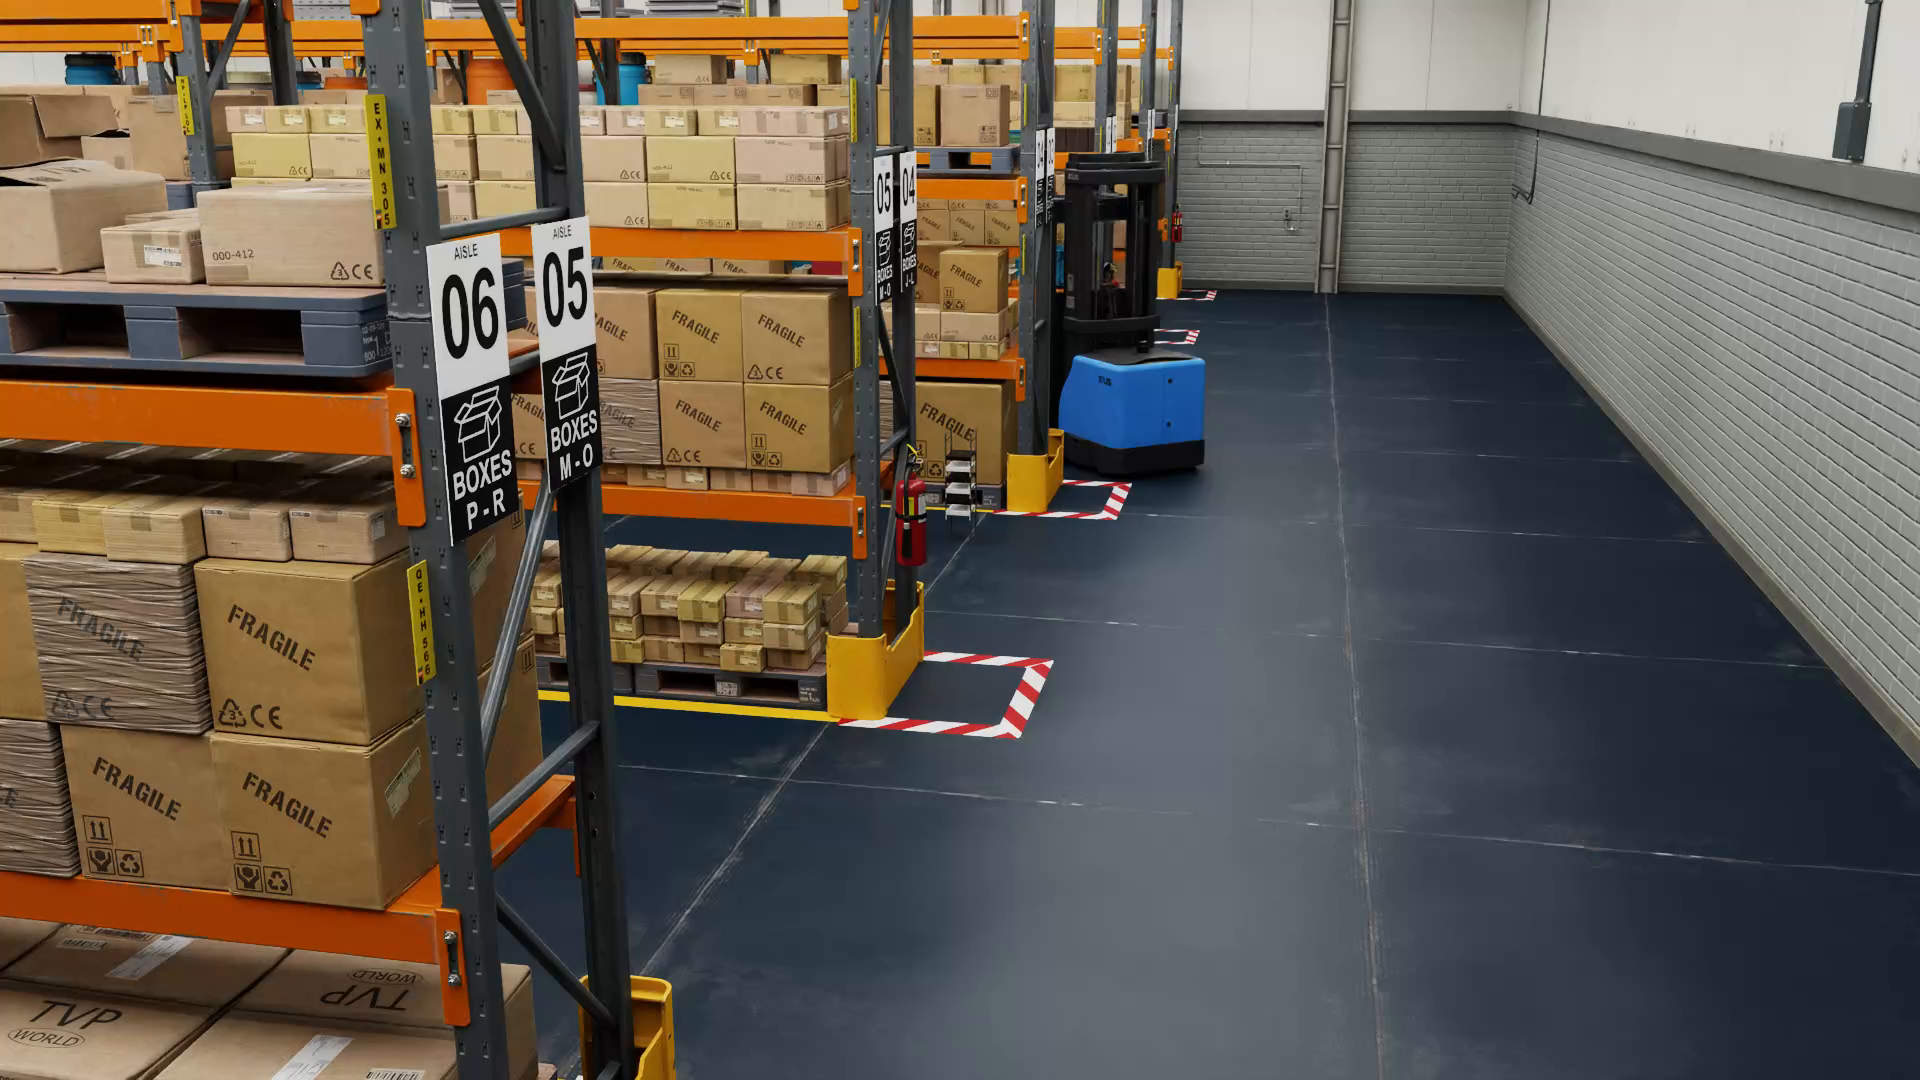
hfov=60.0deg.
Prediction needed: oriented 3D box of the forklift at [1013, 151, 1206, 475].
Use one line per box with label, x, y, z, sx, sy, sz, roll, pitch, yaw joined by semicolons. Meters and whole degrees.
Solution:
forklift;1.205;-2.364;16.537;1.130;2.935;3.031;-8;17;-26

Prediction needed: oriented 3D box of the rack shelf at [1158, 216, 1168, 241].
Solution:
rack shelf;1.657;-5.487;29.027;4.000;0.370;1.077;3;16;11

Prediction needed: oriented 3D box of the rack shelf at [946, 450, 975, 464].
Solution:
rack shelf;0.008;-0.661;13.307;0.200;0.077;0.258;3;16;11

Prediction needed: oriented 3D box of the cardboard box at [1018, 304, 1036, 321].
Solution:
cardboard box;1.126;-3.341;24.259;0.500;0.250;0.500;3;16;11

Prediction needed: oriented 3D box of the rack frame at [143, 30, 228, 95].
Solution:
rack frame;-7.184;-5.156;15.249;0.127;3.000;1.000;3;16;11

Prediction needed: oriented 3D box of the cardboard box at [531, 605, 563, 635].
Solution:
cardboard box;-2.549;0.450;10.245;0.250;0.149;0.380;3;16;12

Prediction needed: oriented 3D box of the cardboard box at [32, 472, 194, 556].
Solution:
cardboard box;-2.473;-0.080;4.885;0.250;0.149;0.380;3;16;12

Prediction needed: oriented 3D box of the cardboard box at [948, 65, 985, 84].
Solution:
cardboard box;0.150;-6.515;23.712;0.500;0.500;0.700;3;16;11

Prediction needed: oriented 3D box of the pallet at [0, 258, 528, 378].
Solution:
pallet;-2.048;-0.687;4.899;1.213;0.211;1.003;3;16;11

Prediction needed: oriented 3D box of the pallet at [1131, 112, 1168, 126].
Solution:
pallet;2.888;-7.166;28.291;1.213;0.211;1.003;3;16;11

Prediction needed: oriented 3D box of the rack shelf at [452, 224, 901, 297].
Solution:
rack shelf;-2.392;-1.753;9.929;4.000;0.370;1.077;3;16;11

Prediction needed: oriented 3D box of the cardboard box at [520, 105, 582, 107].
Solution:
cardboard box;-2.466;-2.551;10.062;0.250;0.149;0.380;3;16;10

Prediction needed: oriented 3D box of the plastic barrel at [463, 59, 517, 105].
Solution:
plastic barrel;-5.641;-5.385;20.102;0.708;0.830;0.600;3;16;11

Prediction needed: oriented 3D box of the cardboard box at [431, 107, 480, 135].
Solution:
cardboard box;-2.836;-2.405;9.535;0.250;0.149;0.380;4;16;14

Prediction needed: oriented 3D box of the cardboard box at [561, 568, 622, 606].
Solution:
cardboard box;-2.267;0.293;10.253;0.250;0.149;0.380;3;16;9

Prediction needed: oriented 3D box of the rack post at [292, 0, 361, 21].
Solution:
rack post;-8.170;-6.679;20.371;3.121;1.000;1.013;3;16;11

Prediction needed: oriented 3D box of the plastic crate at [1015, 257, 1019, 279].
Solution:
plastic crate;0.821;-3.218;19.690;0.300;0.233;0.416;3;16;11

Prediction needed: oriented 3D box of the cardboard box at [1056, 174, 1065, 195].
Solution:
cardboard box;1.647;-4.939;23.644;0.500;0.500;0.500;4;16;13

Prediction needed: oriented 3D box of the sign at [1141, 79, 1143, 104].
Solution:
sign;2.503;-6.159;22.830;0.005;0.325;0.100;3;16;11

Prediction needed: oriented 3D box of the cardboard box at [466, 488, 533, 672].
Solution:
cardboard box;-1.733;0.123;5.369;0.500;0.500;0.500;3;16;10

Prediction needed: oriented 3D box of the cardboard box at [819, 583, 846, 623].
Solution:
cardboard box;-0.894;0.386;10.477;0.250;0.149;0.380;4;16;13

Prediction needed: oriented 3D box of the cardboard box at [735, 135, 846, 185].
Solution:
cardboard box;-0.934;-2.120;9.250;0.500;0.250;0.500;3;16;9

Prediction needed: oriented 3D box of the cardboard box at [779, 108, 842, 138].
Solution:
cardboard box;-0.816;-2.295;9.135;0.250;0.149;0.380;3;16;11

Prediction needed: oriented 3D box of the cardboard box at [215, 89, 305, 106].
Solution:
cardboard box;-6.572;-3.949;15.531;0.637;0.503;0.797;4;16;14

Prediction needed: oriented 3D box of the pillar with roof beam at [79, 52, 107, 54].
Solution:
pillar with roof beam;-17.942;-8.851;28.588;0.400;9.000;9.100;3;16;11

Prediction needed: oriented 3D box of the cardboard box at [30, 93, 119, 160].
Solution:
cardboard box;-5.839;-2.574;10.568;0.637;0.503;0.797;3;16;10

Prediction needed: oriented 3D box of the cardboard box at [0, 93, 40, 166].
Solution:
cardboard box;-3.265;-1.138;5.201;0.500;0.500;0.500;3;16;12

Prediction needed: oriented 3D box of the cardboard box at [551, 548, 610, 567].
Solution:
cardboard box;-2.437;0.167;10.708;0.250;0.149;0.380;3;16;11

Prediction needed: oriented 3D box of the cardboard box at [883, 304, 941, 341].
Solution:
cardboard box;-0.369;-1.894;14.435;0.500;0.250;0.500;3;16;10

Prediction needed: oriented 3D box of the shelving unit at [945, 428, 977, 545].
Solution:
shelving unit;0.008;-0.433;13.370;0.210;0.900;0.258;3;16;11

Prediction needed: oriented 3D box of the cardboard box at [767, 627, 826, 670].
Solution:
cardboard box;-0.989;0.651;10.078;0.250;0.149;0.380;3;16;12

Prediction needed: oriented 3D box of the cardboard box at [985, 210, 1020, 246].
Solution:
cardboard box;0.649;-4.513;23.978;0.500;0.500;0.500;3;16;10

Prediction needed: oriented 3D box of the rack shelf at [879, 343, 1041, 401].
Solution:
rack shelf;-1.304;-1.599;14.994;4.000;0.370;1.077;3;16;11

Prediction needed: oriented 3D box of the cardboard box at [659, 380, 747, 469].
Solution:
cardboard box;-1.427;-0.724;9.743;0.500;0.500;0.500;3;16;10

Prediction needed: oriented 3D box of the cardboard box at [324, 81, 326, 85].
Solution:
cardboard box;-9.567;-6.929;26.030;0.500;0.500;0.500;4;16;16

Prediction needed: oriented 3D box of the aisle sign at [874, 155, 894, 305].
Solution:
aisle sign;-0.420;-1.718;9.205;0.004;0.787;0.394;3;16;11

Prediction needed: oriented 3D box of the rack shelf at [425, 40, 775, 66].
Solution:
rack shelf;-4.237;-5.806;19.692;4.000;0.370;1.077;3;16;11

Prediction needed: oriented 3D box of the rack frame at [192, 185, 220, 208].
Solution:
rack frame;-4.352;-0.760;10.617;0.127;3.000;1.000;3;16;11

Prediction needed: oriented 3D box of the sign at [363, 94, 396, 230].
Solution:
sign;-1.441;-0.940;4.137;0.005;0.325;0.100;3;16;11

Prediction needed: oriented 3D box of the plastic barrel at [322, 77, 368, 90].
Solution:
plastic barrel;-7.600;-5.349;20.758;0.708;0.830;0.600;3;16;11

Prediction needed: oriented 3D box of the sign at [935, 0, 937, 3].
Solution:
sign;-0.400;-9.177;27.865;0.005;0.325;0.100;3;16;11

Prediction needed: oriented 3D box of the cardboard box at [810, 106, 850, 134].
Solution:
cardboard box;-0.704;-2.431;9.626;0.250;0.149;0.380;3;16;11

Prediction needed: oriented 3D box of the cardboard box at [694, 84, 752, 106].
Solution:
cardboard box;-1.959;-3.741;14.598;0.500;0.500;0.700;4;16;14

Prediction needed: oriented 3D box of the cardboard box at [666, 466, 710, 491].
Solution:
cardboard box;-1.547;-0.410;9.822;0.250;0.149;0.380;4;16;13

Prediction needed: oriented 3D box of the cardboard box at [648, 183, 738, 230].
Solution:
cardboard box;-1.432;-1.901;9.397;0.500;0.250;0.500;3;16;11

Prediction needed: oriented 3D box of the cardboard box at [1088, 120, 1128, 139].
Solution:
cardboard box;2.077;-5.762;23.338;0.500;0.250;0.500;3;16;11

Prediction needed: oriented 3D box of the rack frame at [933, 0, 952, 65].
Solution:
rack frame;-0.303;-8.831;28.515;0.127;3.000;1.000;3;16;11

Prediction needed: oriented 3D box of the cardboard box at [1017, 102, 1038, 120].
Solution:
cardboard box;1.100;-6.060;23.475;0.500;0.250;0.500;3;16;11

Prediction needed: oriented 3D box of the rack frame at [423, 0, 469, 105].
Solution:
rack frame;-6.197;-6.452;19.927;0.127;3.000;1.000;3;16;11

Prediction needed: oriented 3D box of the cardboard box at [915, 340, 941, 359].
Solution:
cardboard box;-0.261;-1.678;14.403;0.250;0.149;0.380;3;16;11

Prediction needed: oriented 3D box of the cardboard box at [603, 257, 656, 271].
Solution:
cardboard box;-2.846;-2.392;14.829;0.500;0.500;0.500;3;16;11

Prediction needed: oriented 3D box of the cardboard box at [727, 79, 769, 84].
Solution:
cardboard box;-3.073;-6.504;24.573;0.600;0.600;0.600;2;16;9

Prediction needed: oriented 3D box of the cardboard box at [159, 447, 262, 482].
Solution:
cardboard box;-2.376;-0.229;5.426;0.250;0.149;0.380;3;16;9

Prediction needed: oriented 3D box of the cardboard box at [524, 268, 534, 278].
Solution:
cardboard box;-2.831;-1.422;10.390;0.500;0.500;0.500;4;16;13

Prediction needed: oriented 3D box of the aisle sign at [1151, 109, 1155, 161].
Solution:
aisle sign;2.759;-5.757;23.786;0.004;0.787;0.394;3;16;11
